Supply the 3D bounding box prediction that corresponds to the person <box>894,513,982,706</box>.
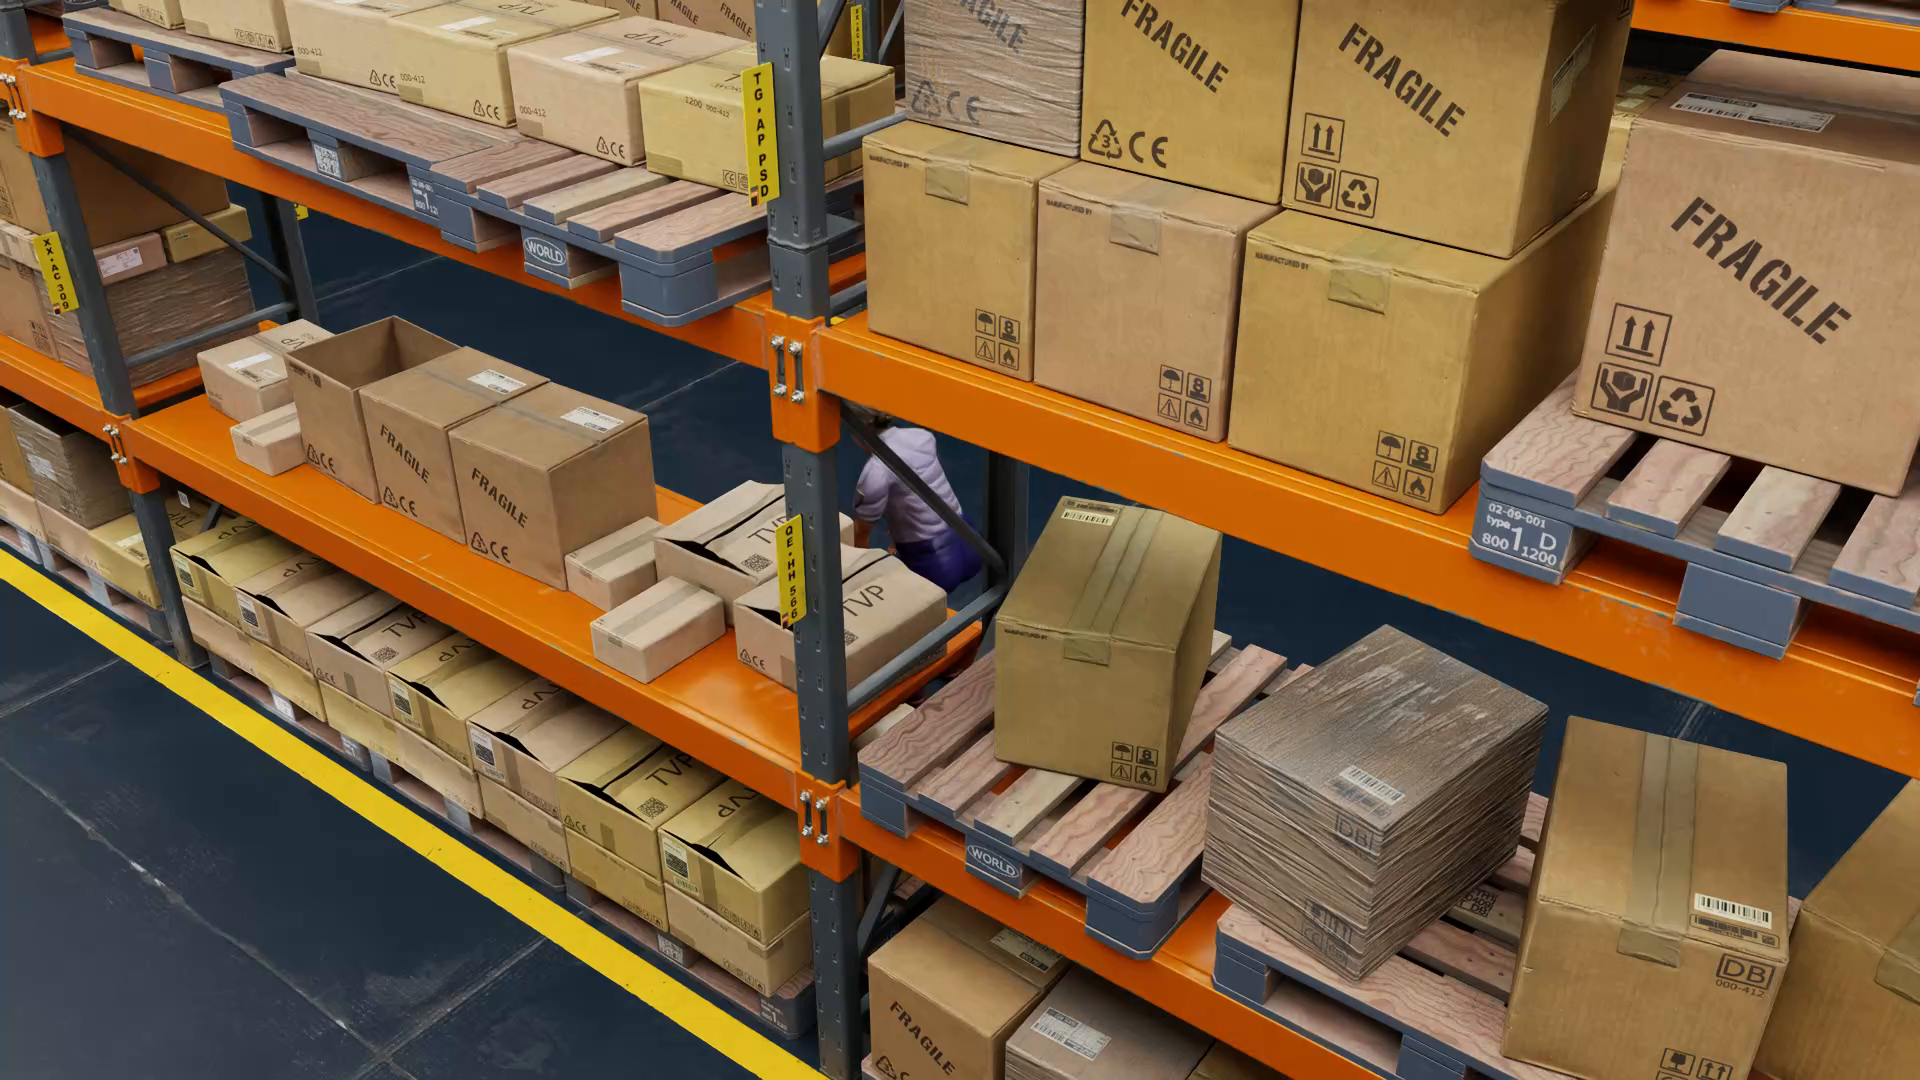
[{"bbox_3d":[-0.167,0.293,7.388,0.498,0.909,0.486,21,37,31],"label":"person"}]
